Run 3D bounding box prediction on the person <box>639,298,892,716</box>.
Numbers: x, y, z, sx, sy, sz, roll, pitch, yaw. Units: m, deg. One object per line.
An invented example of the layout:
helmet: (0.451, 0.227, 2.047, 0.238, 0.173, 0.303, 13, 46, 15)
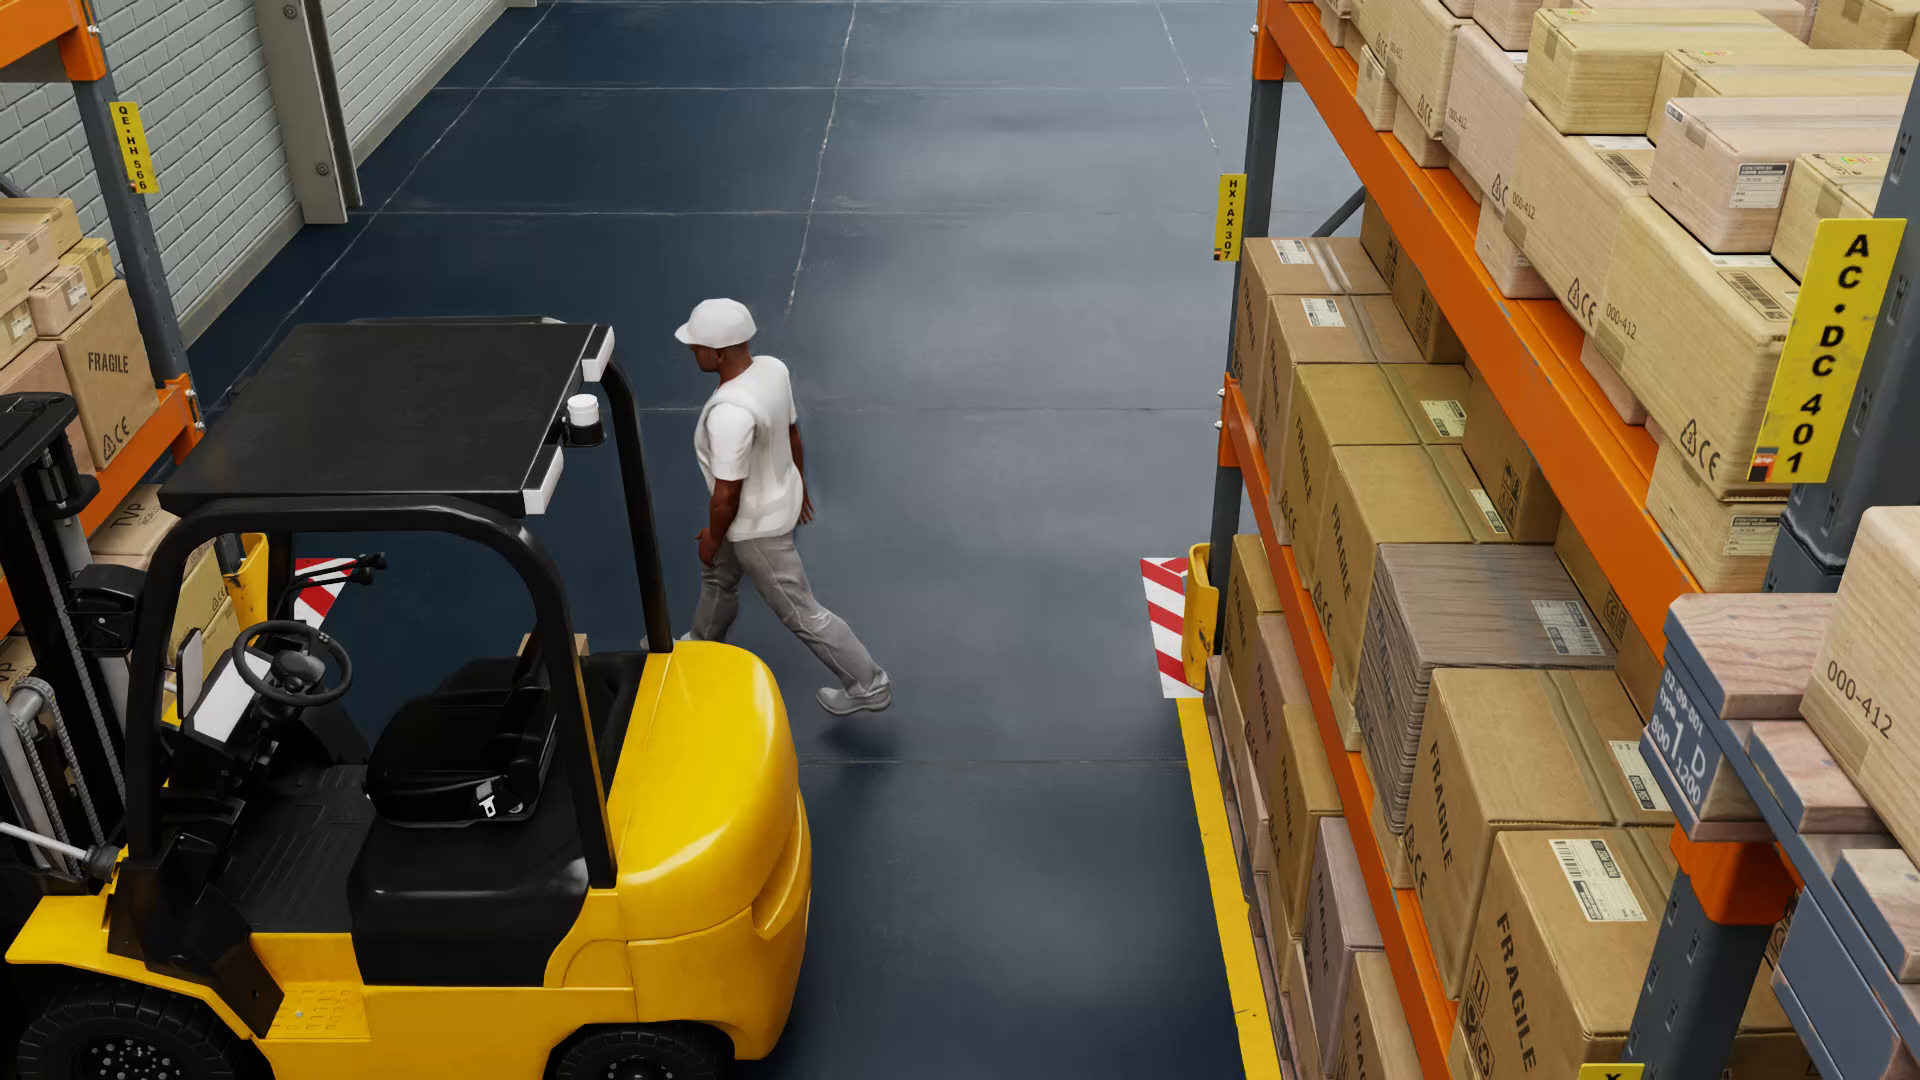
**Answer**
person: (-0.794, -0.118, 6.332, 1.091, 1.715, 0.596, 3, 31, 5)
